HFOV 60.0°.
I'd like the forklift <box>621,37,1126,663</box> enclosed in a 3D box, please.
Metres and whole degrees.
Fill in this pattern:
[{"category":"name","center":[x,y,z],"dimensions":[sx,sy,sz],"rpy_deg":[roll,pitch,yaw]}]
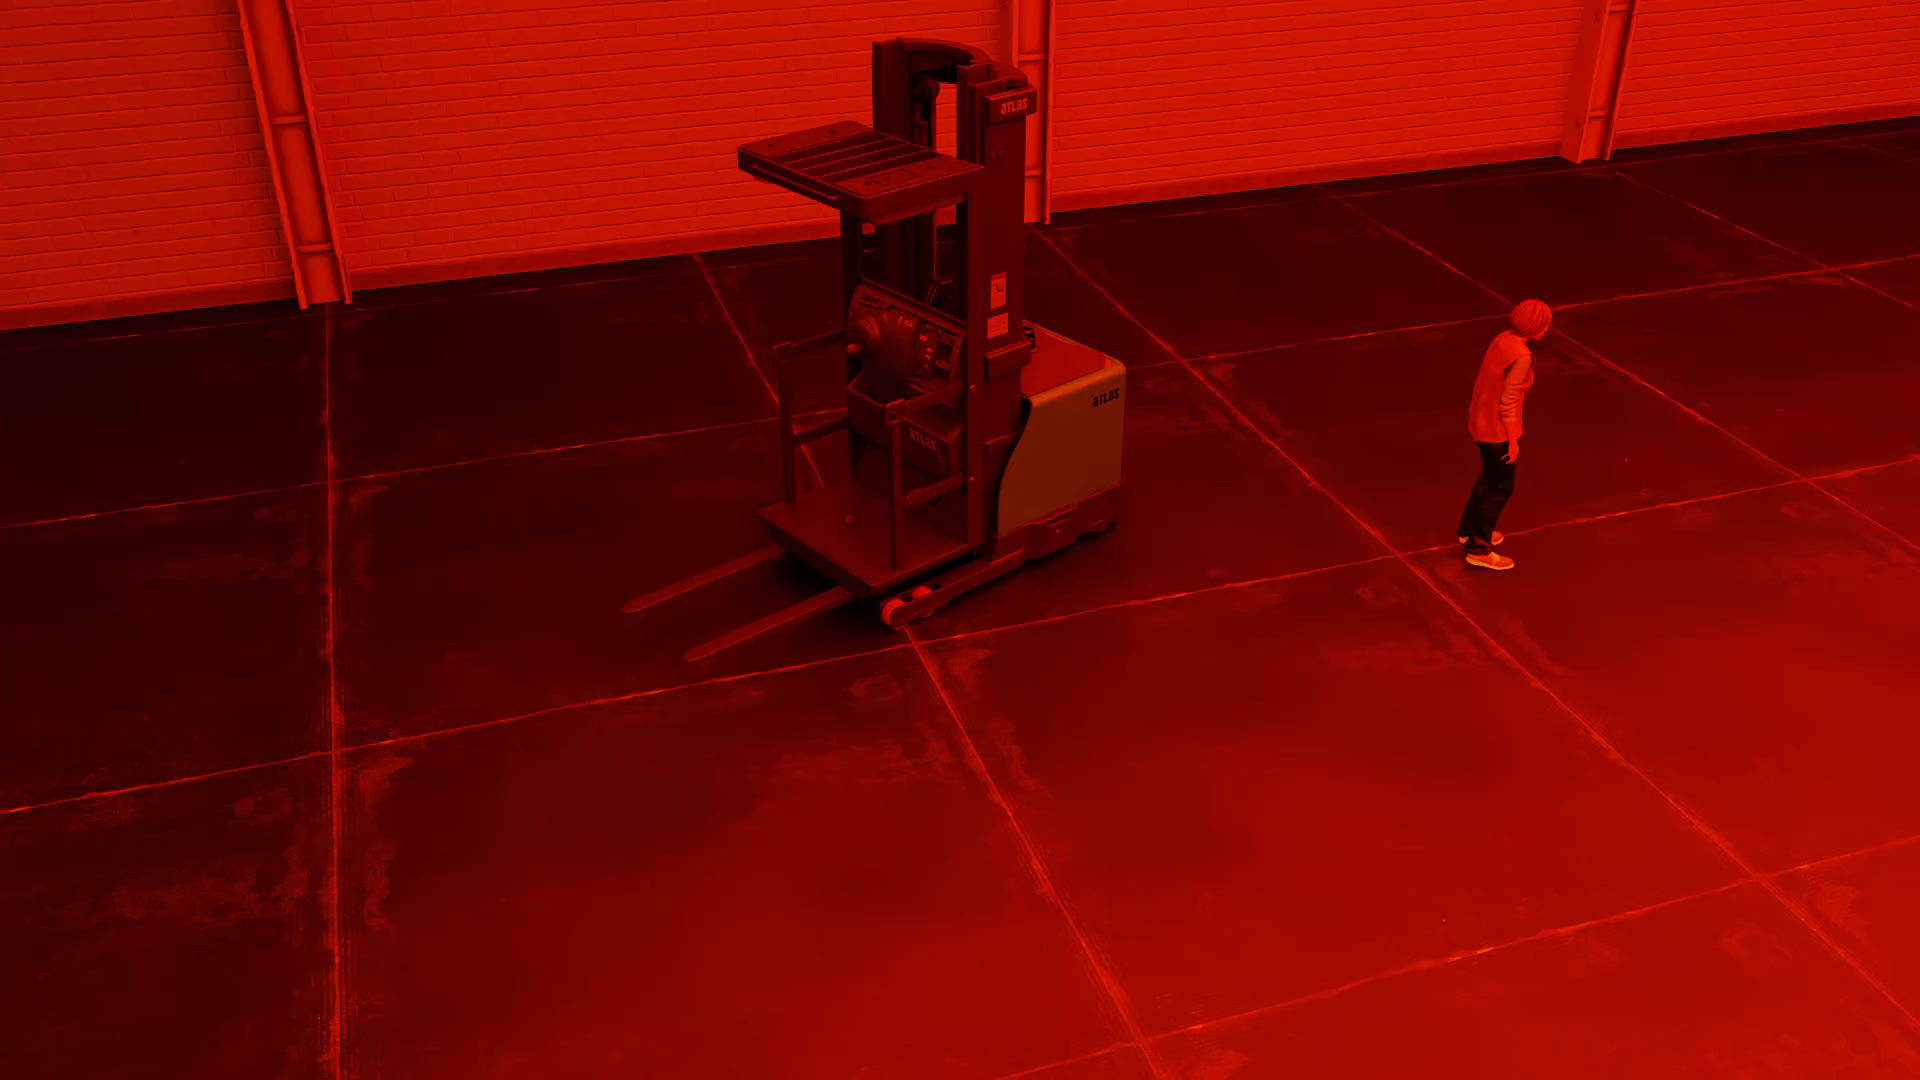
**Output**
[{"category":"forklift","center":[-0.461,-1.072,8.951],"dimensions":[3.031,2.935,1.130],"rpy_deg":[-23,37,-34]}]

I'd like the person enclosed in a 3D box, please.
[{"category":"person","center":[3.086,-0.619,9.510],"dimensions":[0.345,1.592,0.459],"rpy_deg":[1,30,2]}]
